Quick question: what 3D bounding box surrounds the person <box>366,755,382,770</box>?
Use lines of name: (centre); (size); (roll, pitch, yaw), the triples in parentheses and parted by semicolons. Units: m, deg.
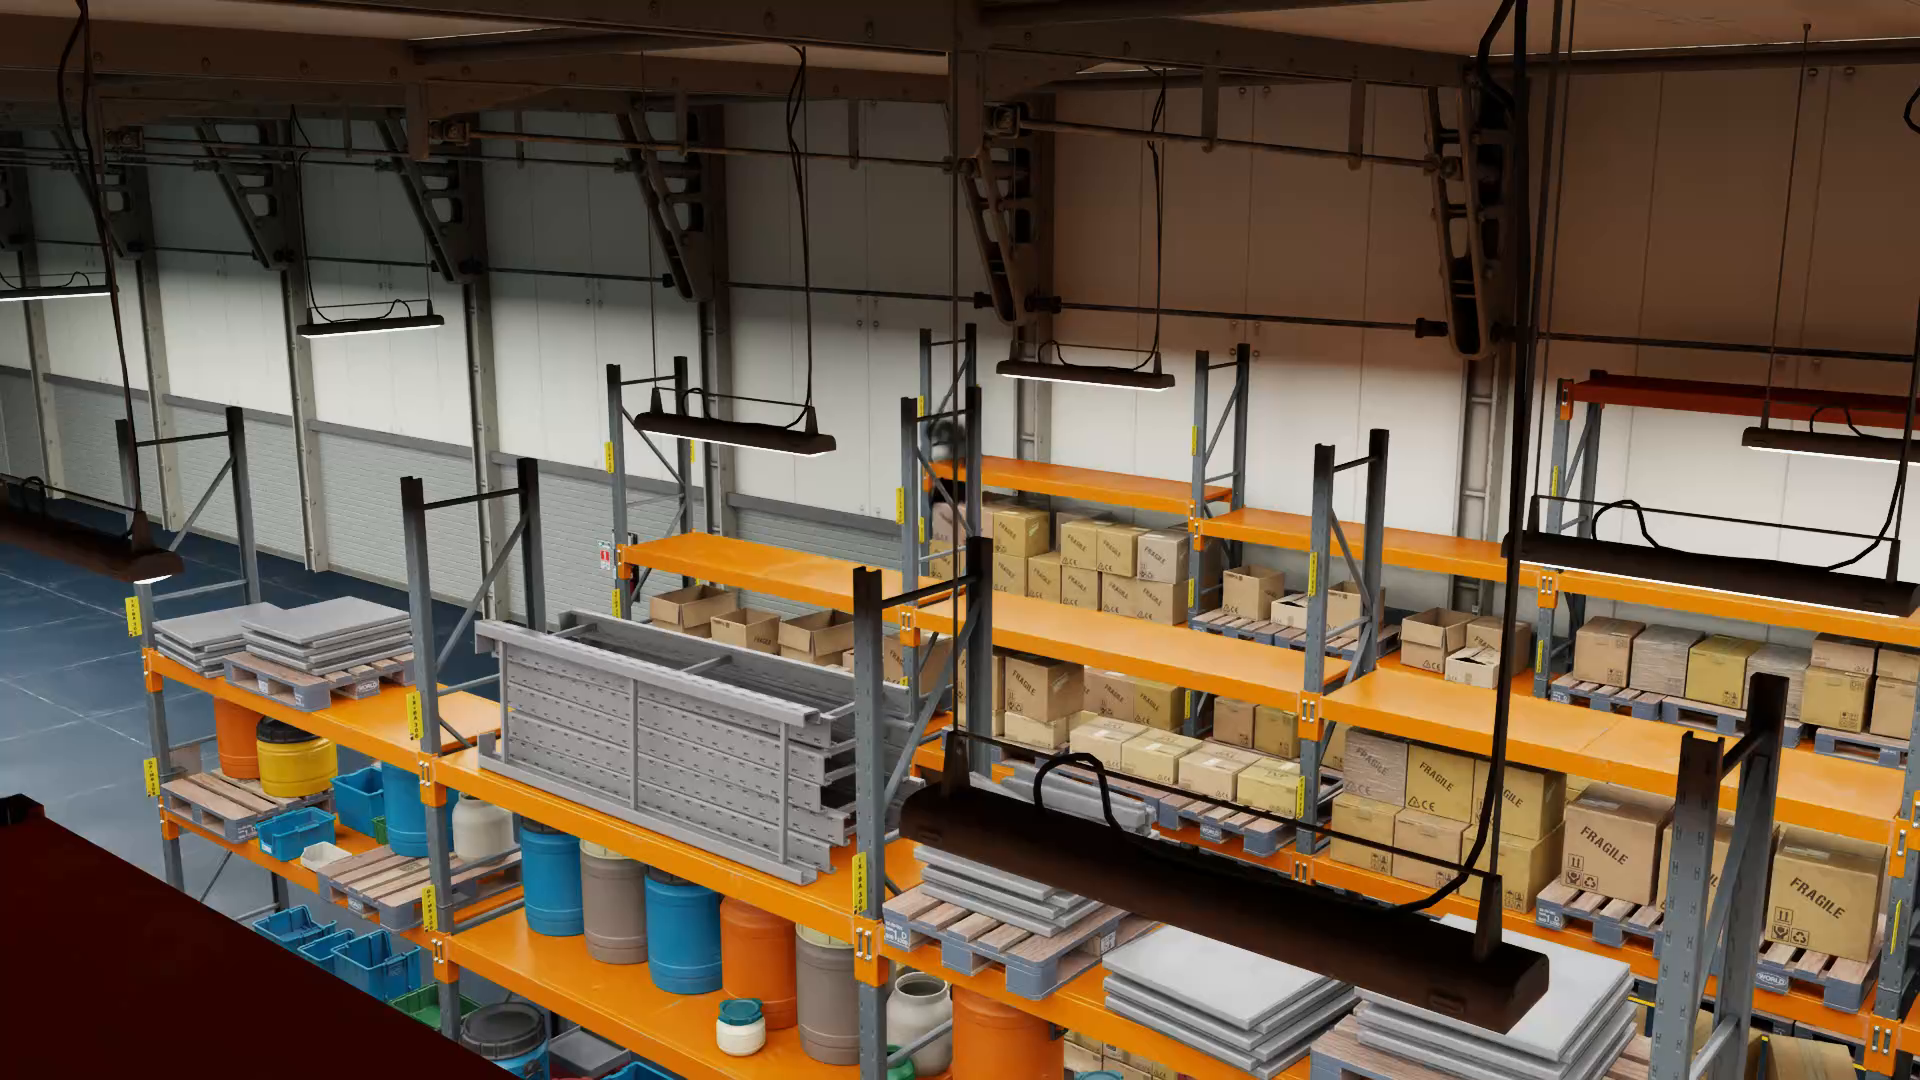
person: (-6.373, 3.107, 18.535); (0.864, 1.854, 0.668); (-5, 14, -20)
